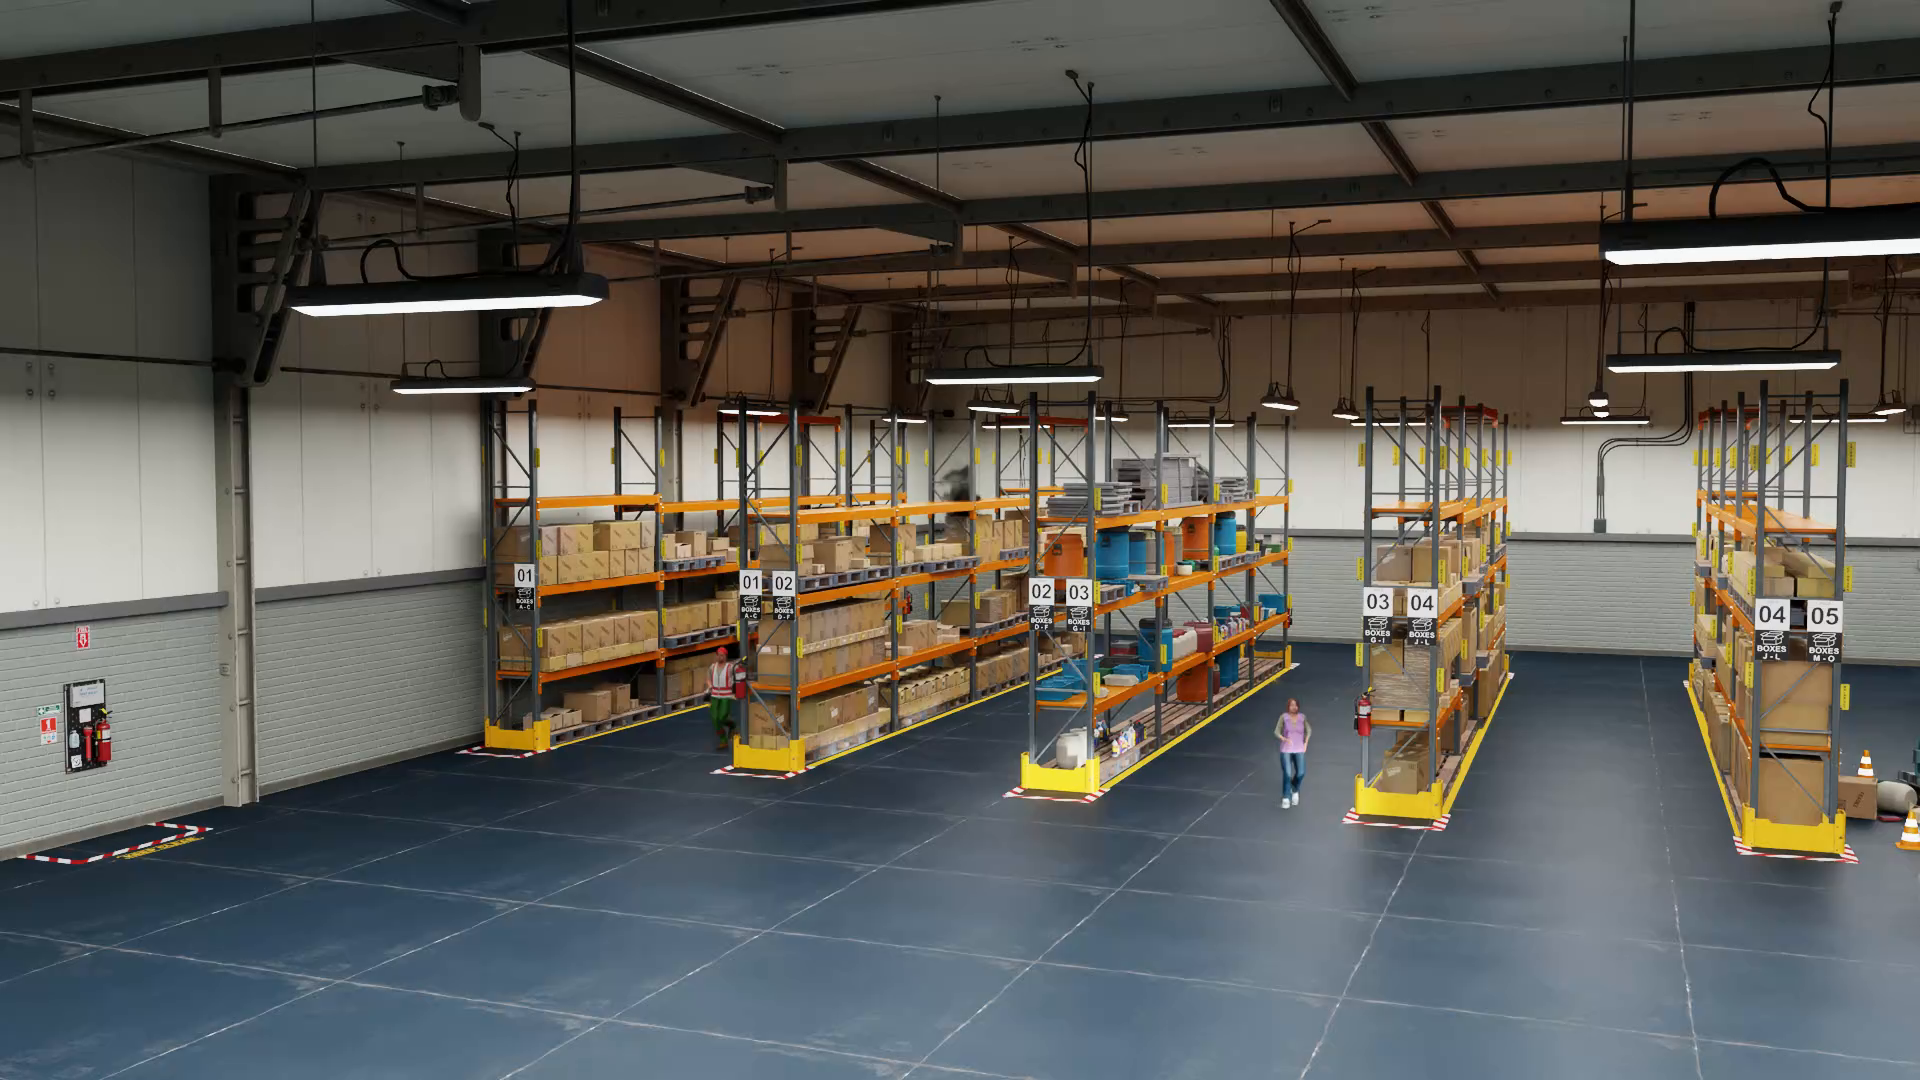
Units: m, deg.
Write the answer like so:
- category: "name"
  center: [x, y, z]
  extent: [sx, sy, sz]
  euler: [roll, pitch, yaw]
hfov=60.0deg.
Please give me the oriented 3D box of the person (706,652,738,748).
- category: "person"
  center: [-4.105, 2.742, 28.703]
  extent: [0.655, 1.693, 0.564]
  euler: [1, 3, 17]

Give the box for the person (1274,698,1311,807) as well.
- category: "person"
  center: [4.766, 3.042, 23.748]
  extent: [0.544, 1.576, 0.532]
  euler: [0, 3, 2]
